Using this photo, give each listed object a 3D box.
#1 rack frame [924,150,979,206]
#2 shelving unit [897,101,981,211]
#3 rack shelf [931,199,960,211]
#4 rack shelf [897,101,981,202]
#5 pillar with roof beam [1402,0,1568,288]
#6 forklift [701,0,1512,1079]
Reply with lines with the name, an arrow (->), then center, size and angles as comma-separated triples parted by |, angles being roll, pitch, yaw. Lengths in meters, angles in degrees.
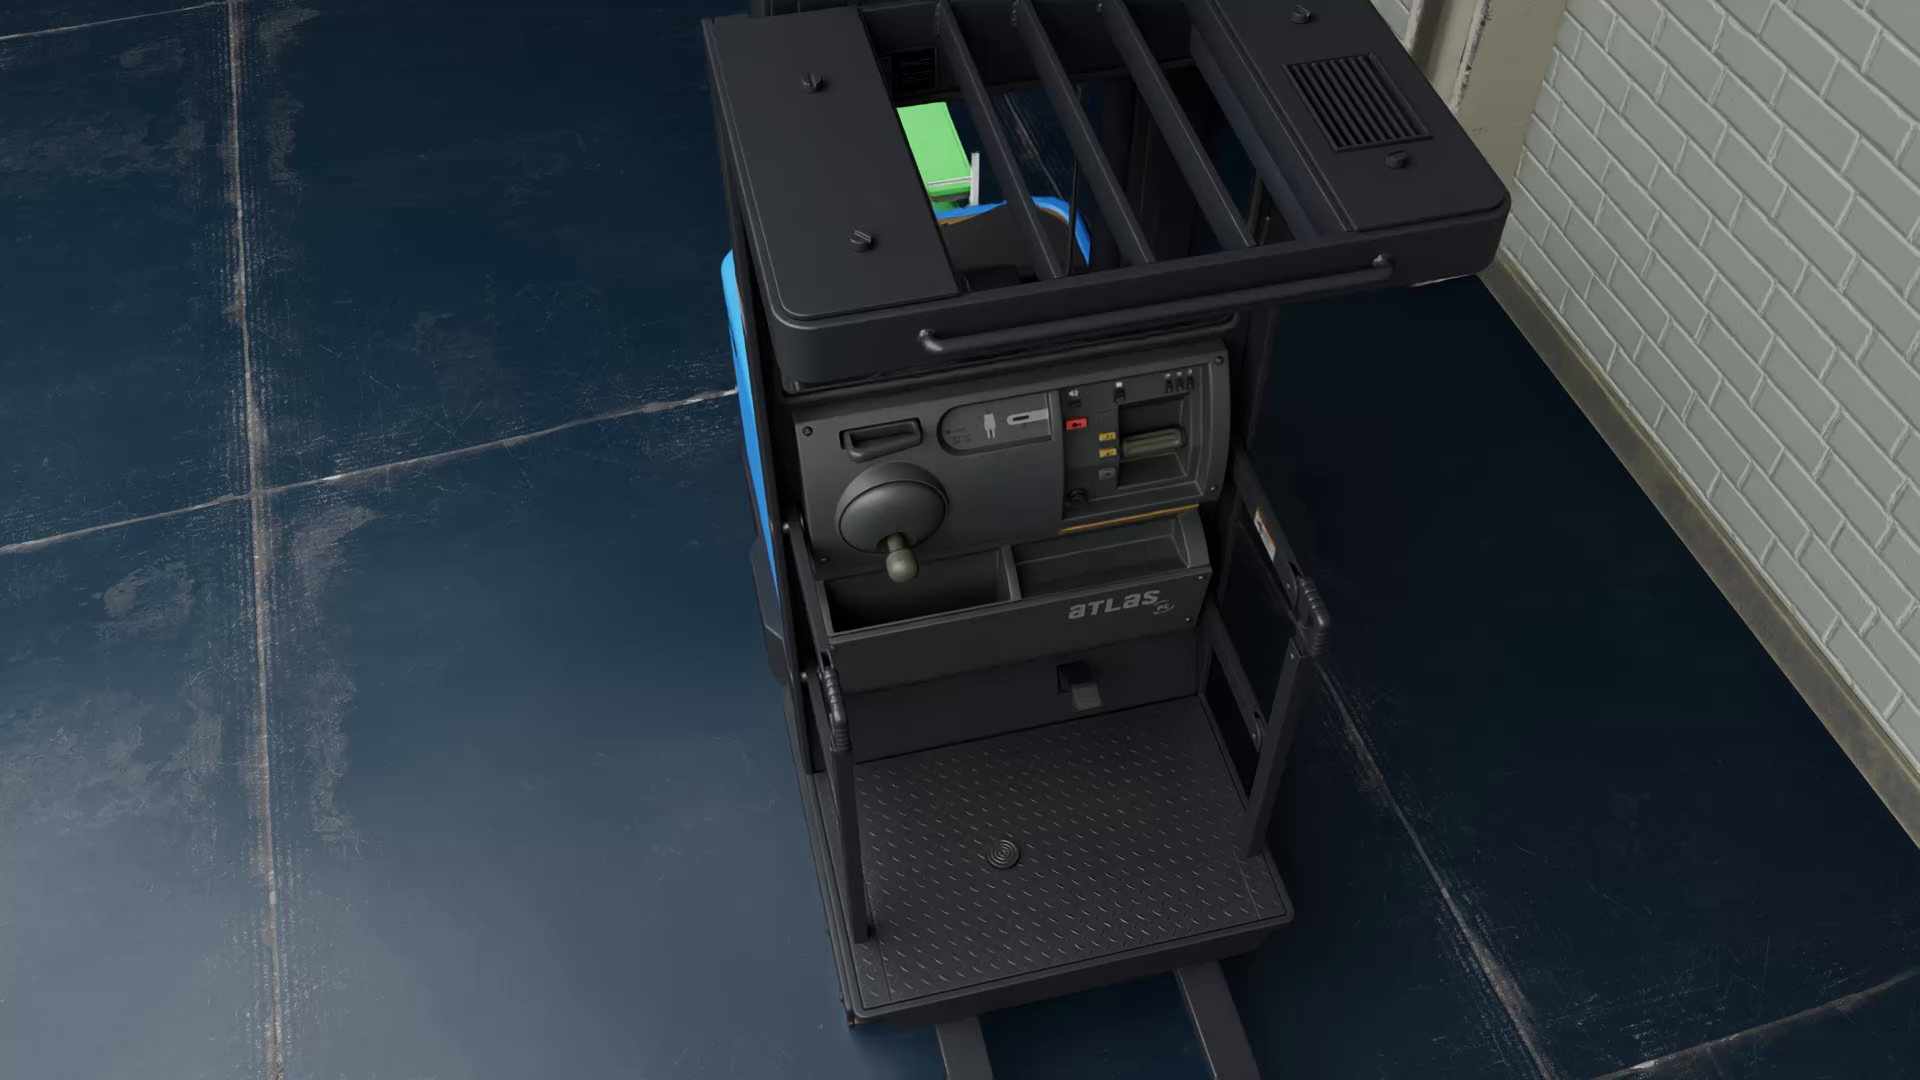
rack frame -> -0.065, -0.662, 5.023 | 0.240, 1.200, 0.015 | -10, 51, -9
shelving unit -> -0.122, -0.843, 5.176 | 0.258, 1.200, 0.503 | -10, 51, -9
rack shelf -> -0.122, -0.957, 5.042 | 0.258, 0.148, 0.480 | -10, 51, -9
rack shelf -> -0.122, -1.112, 4.858 | 0.258, 0.148, 0.480 | -10, 51, -9
pillar with roof beam -> -2.400, -3.019, 1.910 | 9.100, 9.000, 0.400 | -13, 51, -11
forklift -> 0.176, -0.057, 3.381 | 1.130, 2.935, 3.031 | -10, 51, -9
